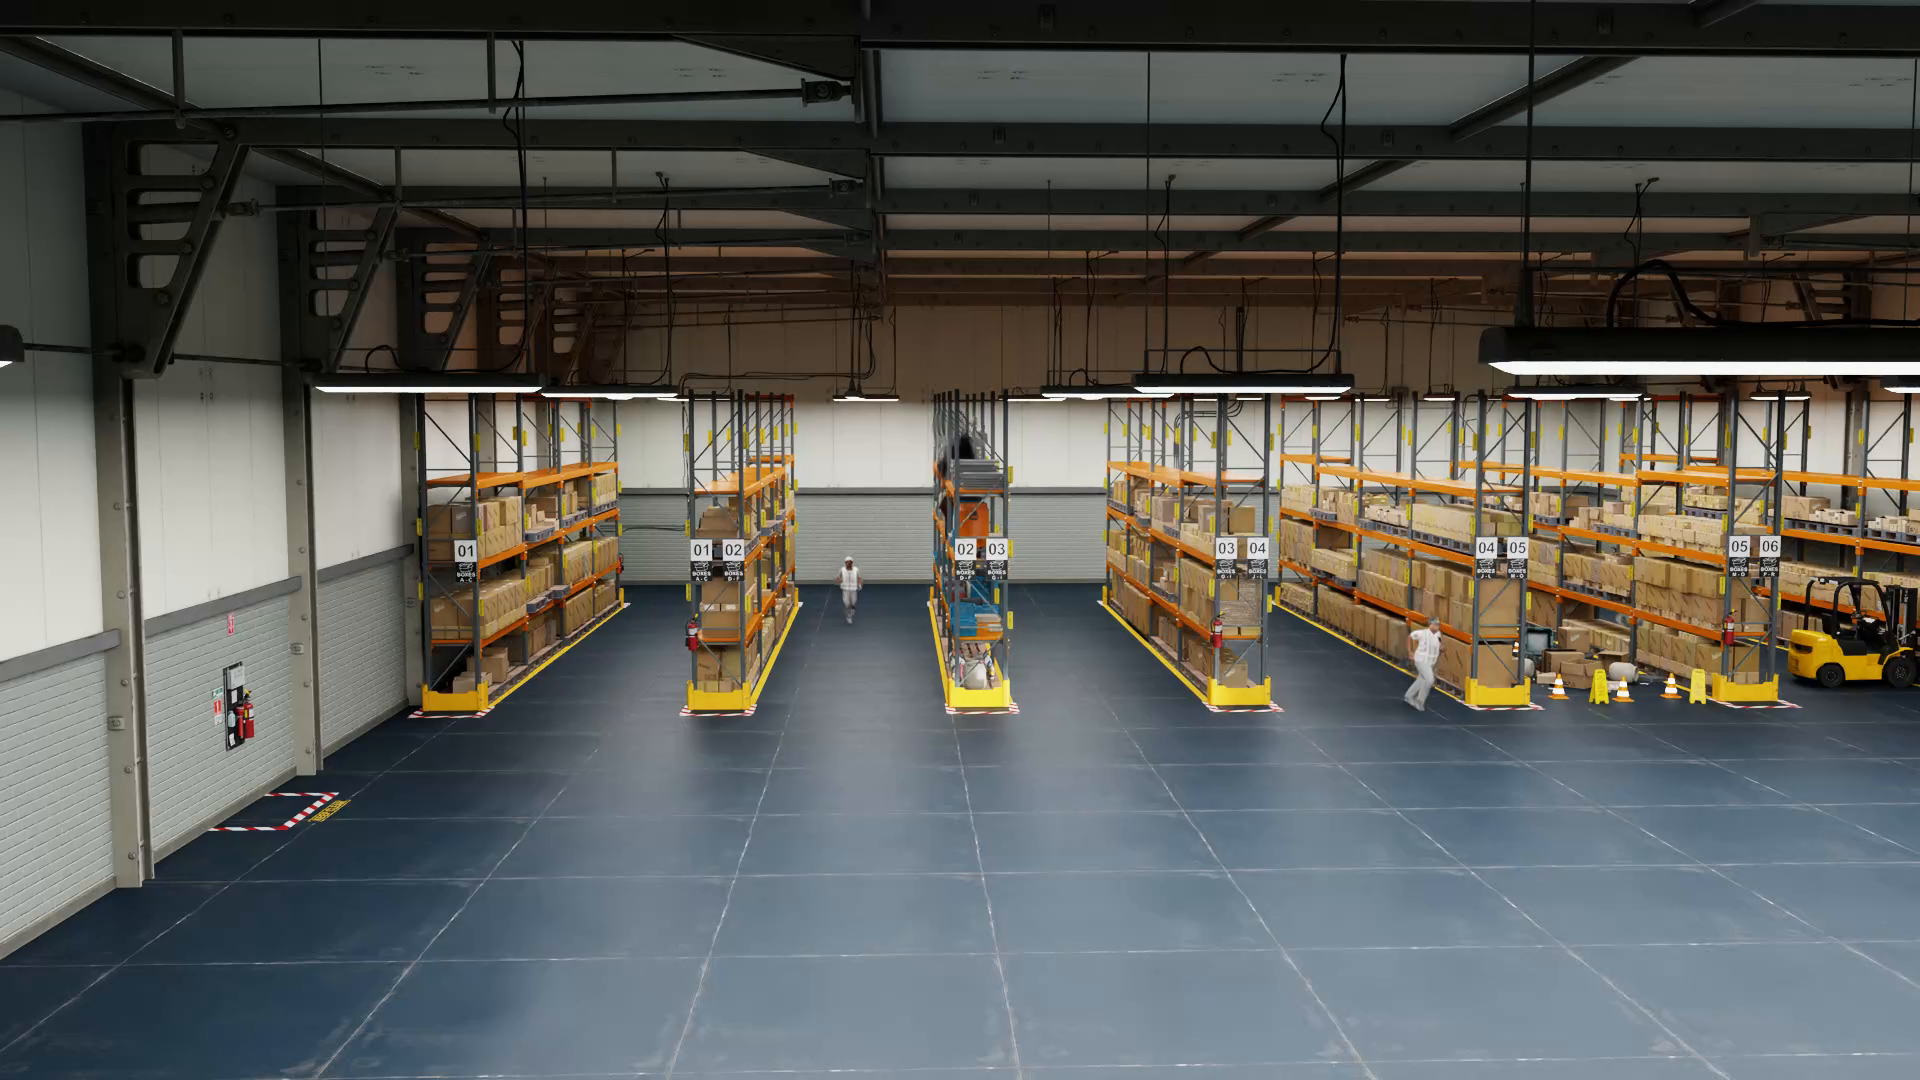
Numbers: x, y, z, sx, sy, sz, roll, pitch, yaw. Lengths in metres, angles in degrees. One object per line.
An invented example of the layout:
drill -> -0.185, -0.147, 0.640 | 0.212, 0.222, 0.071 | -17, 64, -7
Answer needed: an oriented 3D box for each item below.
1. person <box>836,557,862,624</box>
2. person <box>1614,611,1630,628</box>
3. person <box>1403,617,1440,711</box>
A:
person -> -2.913, 1.306, 43.632 | 0.683, 1.740, 0.616 | -1, 5, -8
person -> 16.642, 1.464, 41.519 | 0.668, 1.855, 0.862 | -1, 5, -8
person -> 8.672, 2.334, 31.356 | 0.444, 1.825, 0.691 | -4, 6, -40
